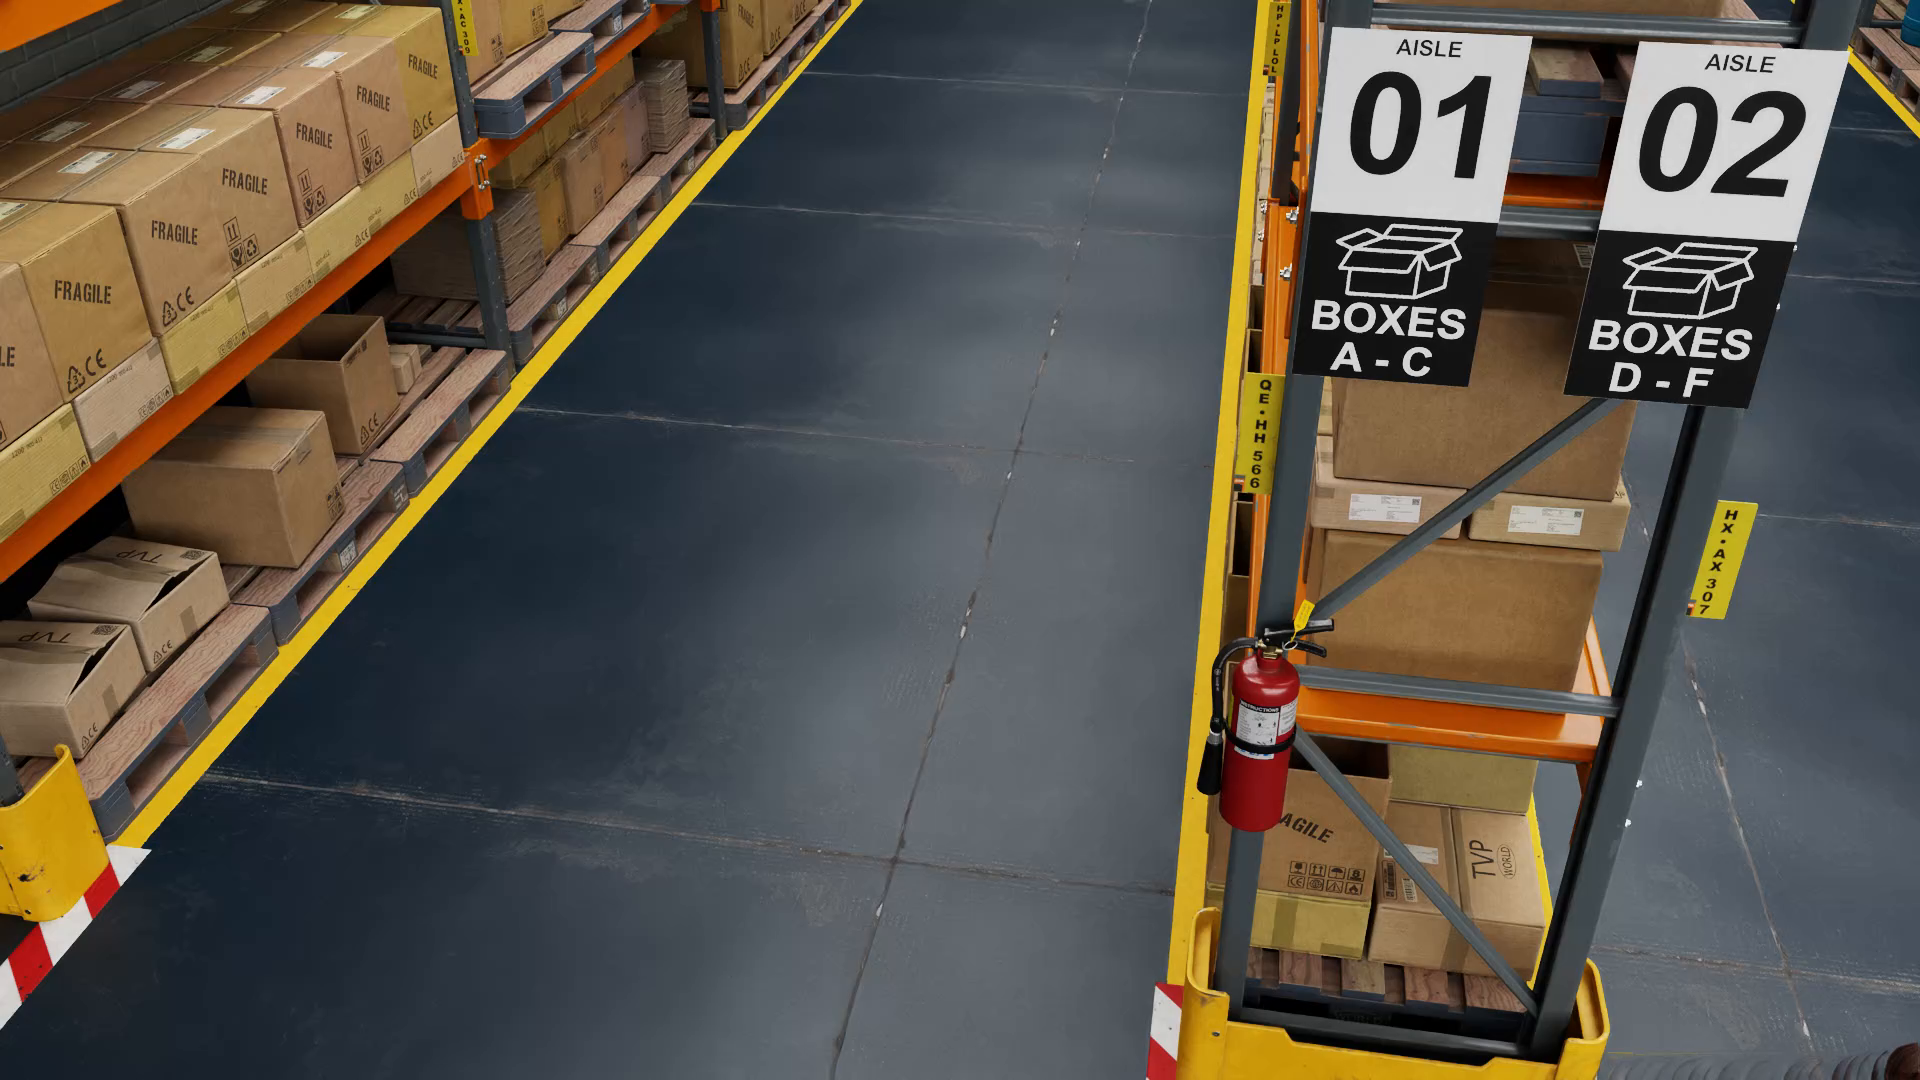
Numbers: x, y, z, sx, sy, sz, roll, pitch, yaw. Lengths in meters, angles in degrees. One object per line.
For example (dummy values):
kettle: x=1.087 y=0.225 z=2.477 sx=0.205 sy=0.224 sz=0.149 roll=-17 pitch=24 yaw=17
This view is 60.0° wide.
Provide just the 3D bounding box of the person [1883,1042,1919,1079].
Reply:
person: x=1.883 y=1.655 z=3.546 sx=0.991 sy=1.620 sz=0.436 roll=4 pitch=33 yaw=7
